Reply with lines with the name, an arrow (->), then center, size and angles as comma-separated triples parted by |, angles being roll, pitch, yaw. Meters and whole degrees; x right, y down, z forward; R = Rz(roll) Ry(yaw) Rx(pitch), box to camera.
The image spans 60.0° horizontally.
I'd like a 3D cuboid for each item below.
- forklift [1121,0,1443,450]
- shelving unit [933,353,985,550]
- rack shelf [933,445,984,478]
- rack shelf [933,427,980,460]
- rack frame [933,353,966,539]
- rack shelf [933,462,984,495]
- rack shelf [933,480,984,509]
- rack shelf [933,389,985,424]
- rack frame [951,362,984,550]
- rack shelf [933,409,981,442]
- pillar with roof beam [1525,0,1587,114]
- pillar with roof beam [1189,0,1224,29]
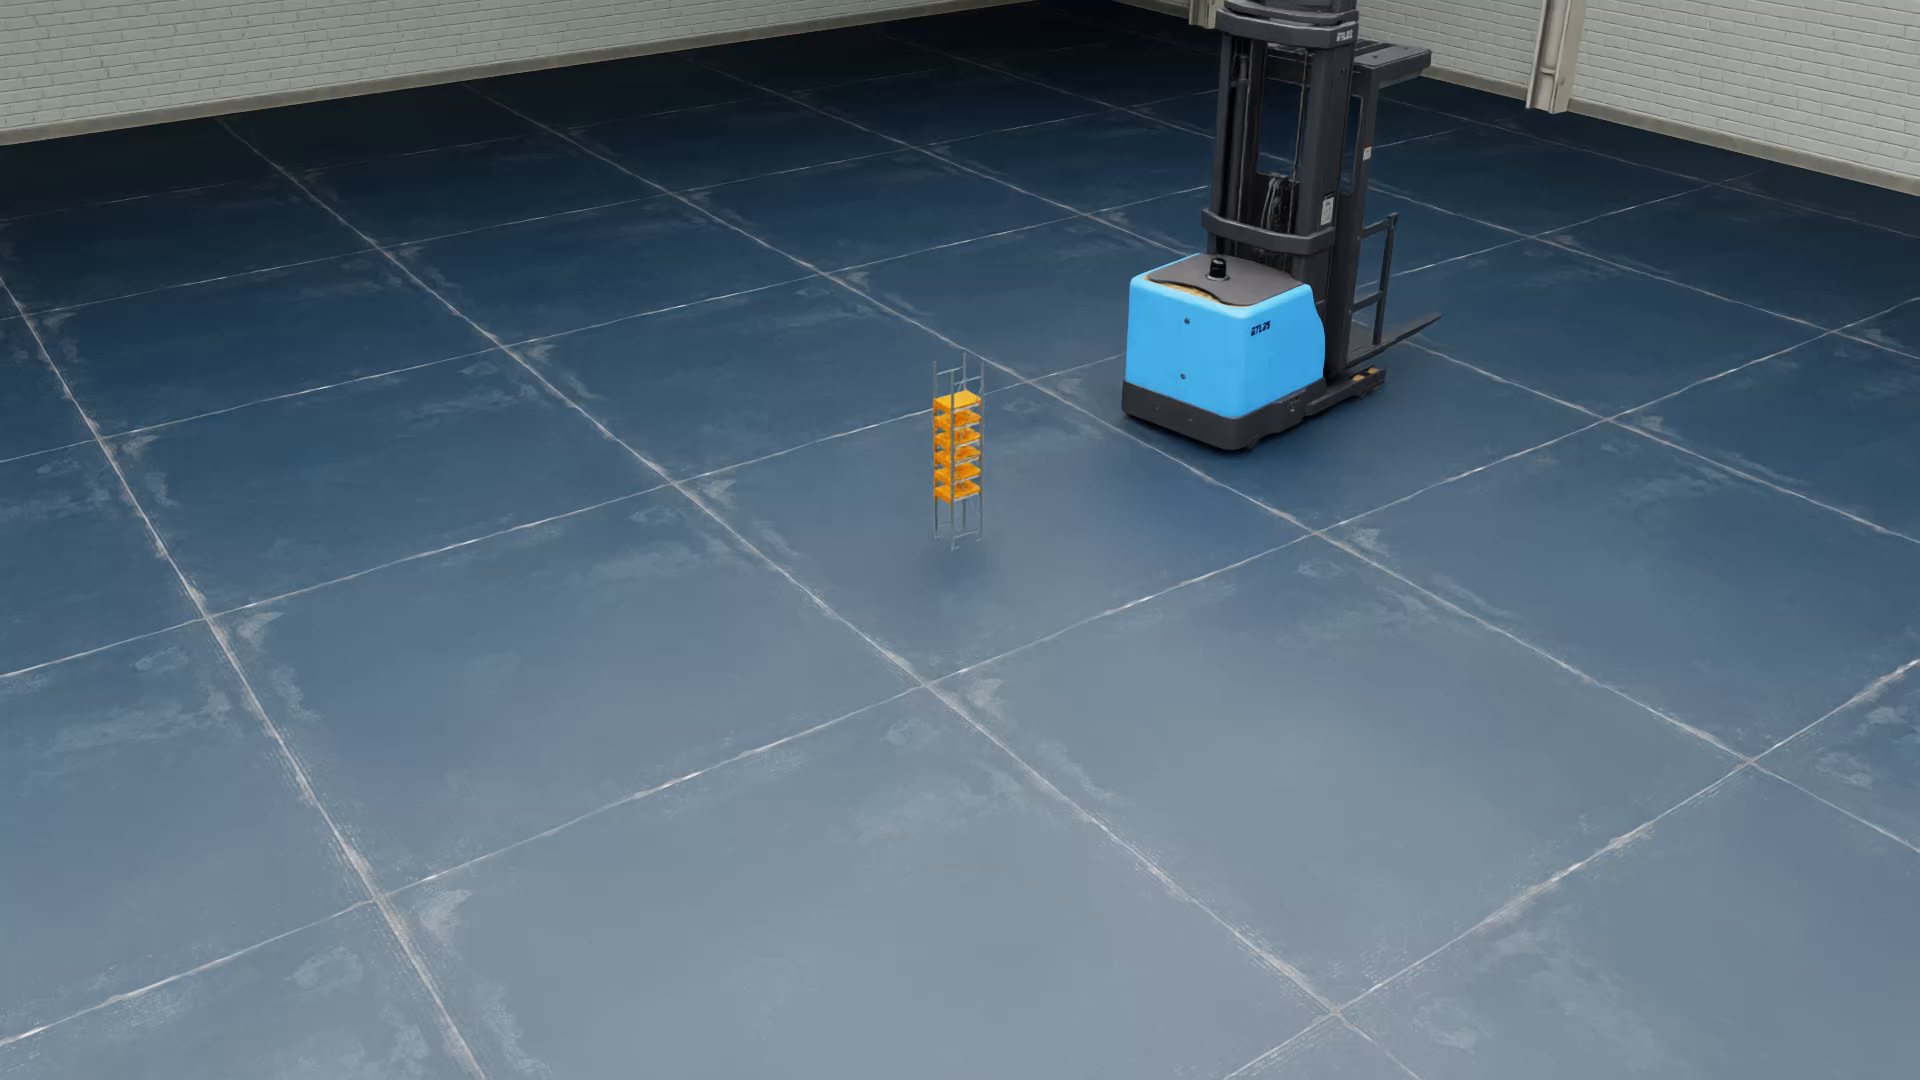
forklift -> 2.572, -2.511, 12.029 | 3.031, 2.935, 1.130 | -25, 37, -38
shelving unit -> -0.008, -0.533, 10.201 | 0.258, 1.200, 0.189 | -19, 34, -31
rack shelf -> -0.008, -0.494, 10.222 | 0.258, 0.103, 0.180 | -19, 34, -31
rack shelf -> -0.008, -0.599, 10.165 | 0.258, 0.103, 0.180 | -19, 34, -31
rack frame -> -0.061, -0.568, 10.266 | 0.240, 1.200, 0.006 | -19, 34, -31
rack shelf -> -0.008, -0.388, 10.279 | 0.258, 0.103, 0.180 | -19, 34, -31
rack shelf -> -0.008, -0.283, 10.336 | 0.258, 0.103, 0.180 | -19, 34, -31
rack shelf -> -0.008, -0.810, 10.050 | 0.258, 0.103, 0.180 | -19, 34, -31
rack frame -> 0.045, -0.497, 10.135 | 0.240, 1.200, 0.006 | -19, 34, -31
rack shelf -> -0.008, -0.705, 10.107 | 0.258, 0.103, 0.180 | -19, 34, -31
pillar with roof beam -> 3.564, -7.957, 15.700 | 9.100, 9.000, 0.400 | -19, 34, -31
pillar with roof beam -> 0.083, -10.290, 19.995 | 9.100, 9.000, 0.400 | -19, 34, -31
